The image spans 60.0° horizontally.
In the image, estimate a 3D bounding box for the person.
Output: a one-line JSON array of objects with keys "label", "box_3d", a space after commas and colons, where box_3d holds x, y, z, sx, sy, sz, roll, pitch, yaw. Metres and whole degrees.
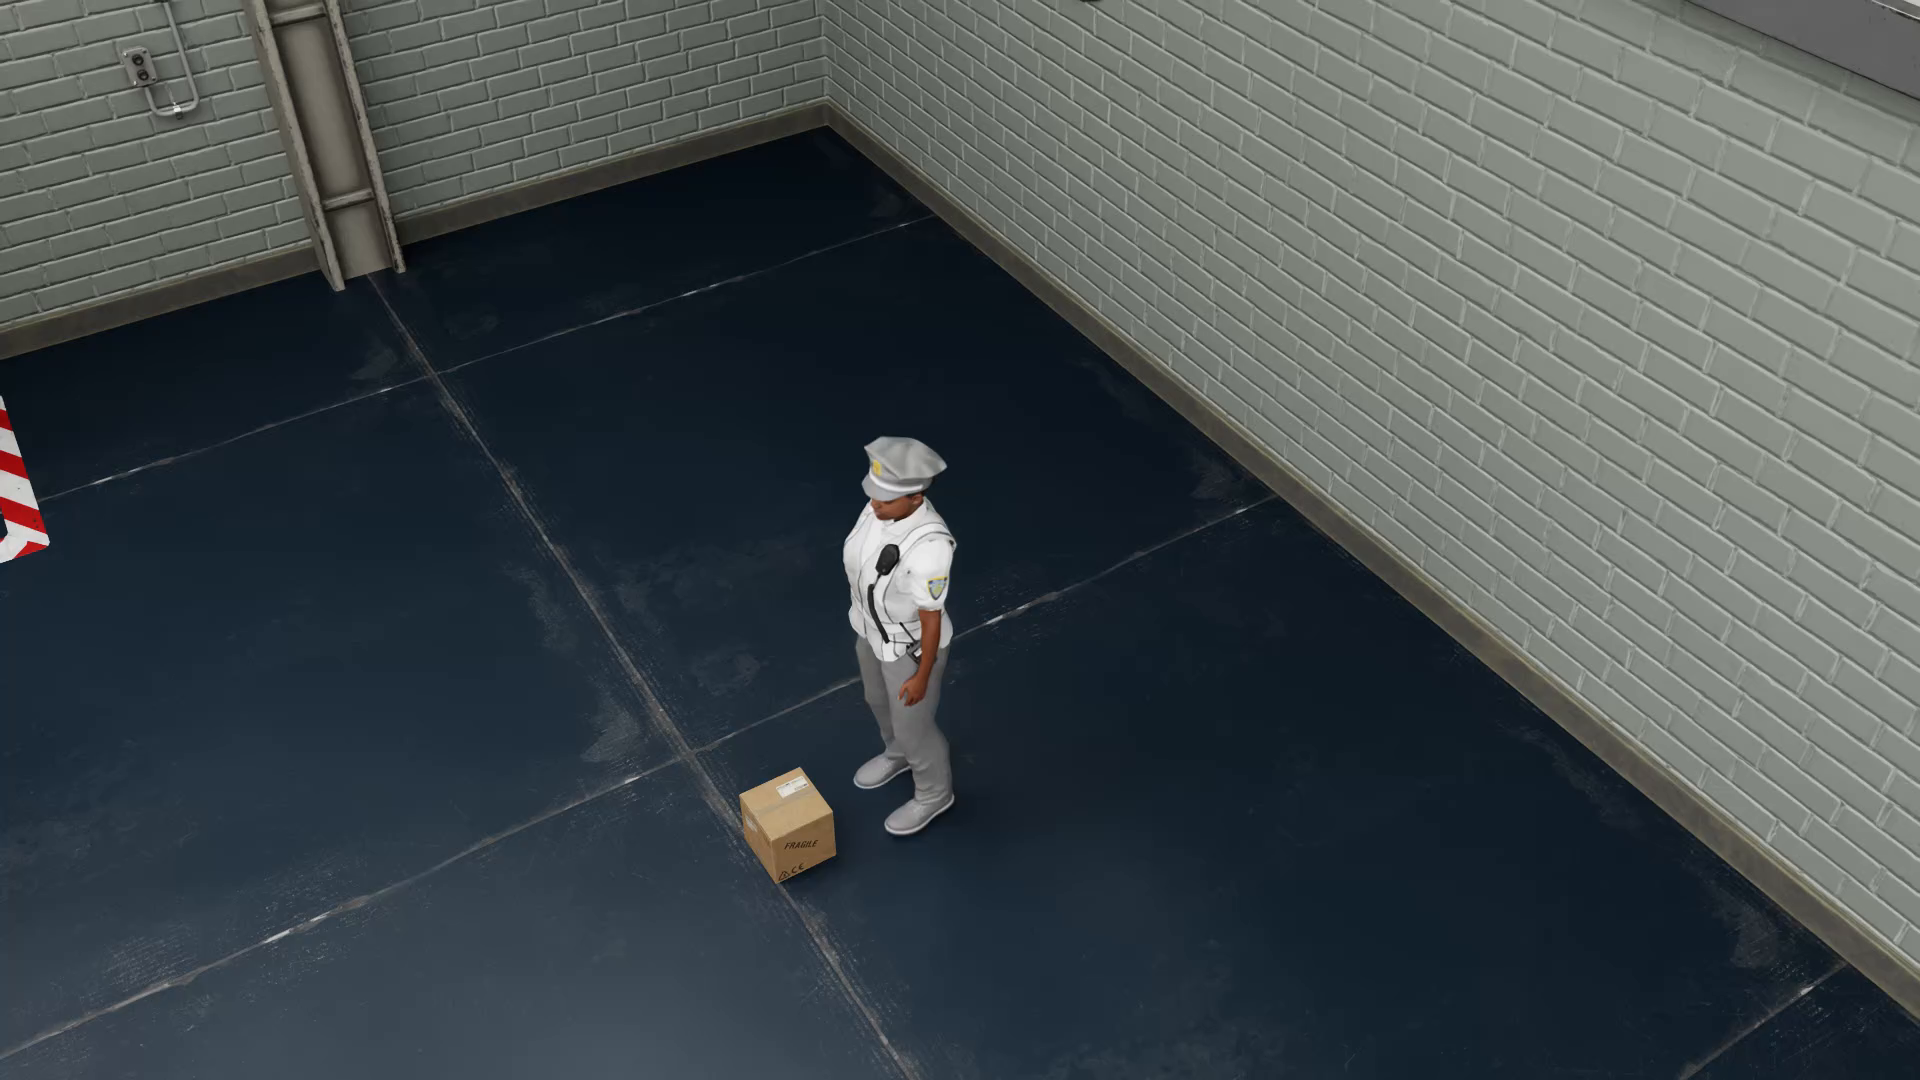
[{"label": "person", "box_3d": [-0.206, 0.351, 5.754, 0.341, 1.682, 0.439, -22, 45, -23]}]
